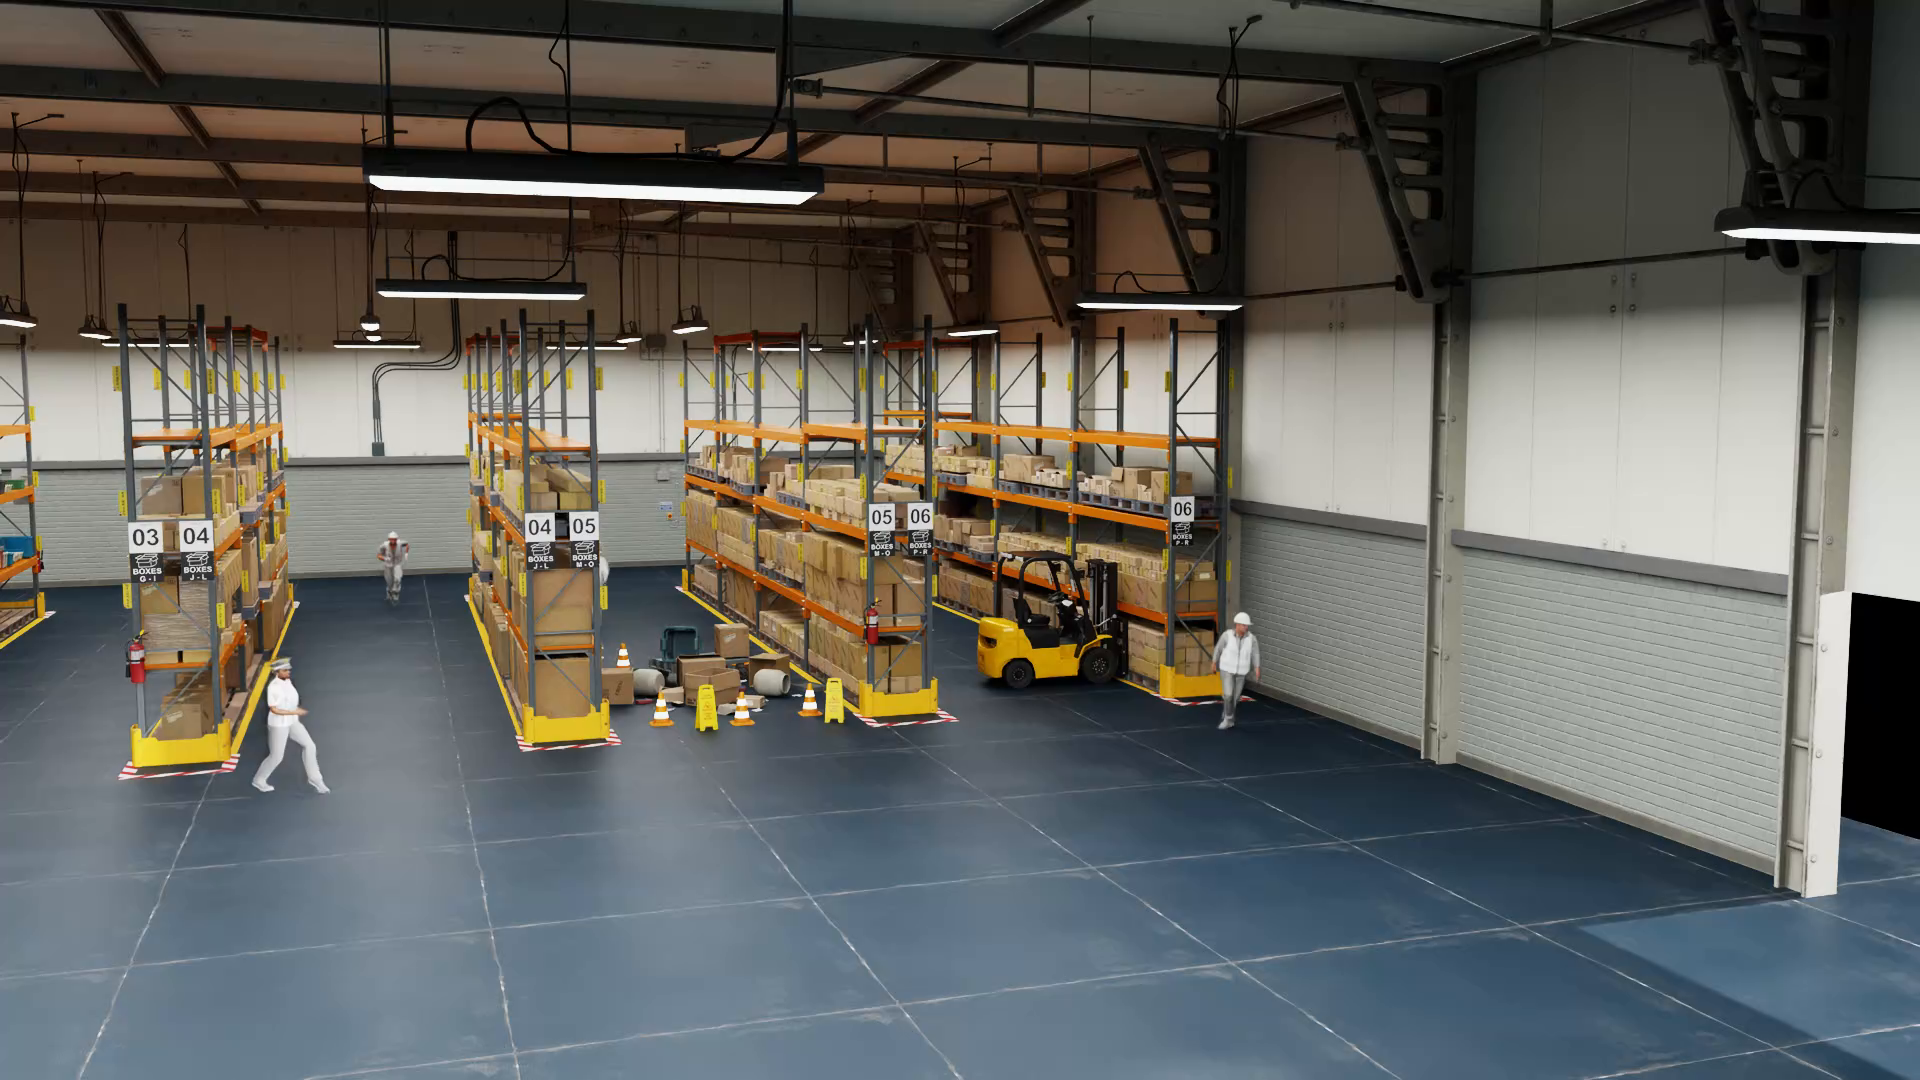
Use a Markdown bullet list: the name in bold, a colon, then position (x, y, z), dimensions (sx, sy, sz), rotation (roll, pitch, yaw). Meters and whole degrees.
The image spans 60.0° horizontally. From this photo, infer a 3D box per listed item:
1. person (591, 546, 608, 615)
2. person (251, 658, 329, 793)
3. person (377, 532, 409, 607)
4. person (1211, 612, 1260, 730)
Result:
- **person**: position (-7.857, 0.905, 35.608), dimensions (0.627, 1.479, 0.913), rotation (0, 5, 0)
- **person**: position (-8.181, 2.267, 20.123), dimensions (0.867, 1.712, 0.560), rotation (1, 6, 10)
- **person**: position (-12.737, 0.649, 37.356), dimensions (0.706, 1.726, 1.034), rotation (-3, 6, -26)
- **person**: position (3.976, 1.866, 23.907), dimensions (0.638, 1.711, 0.764), rotation (-1, 5, -8)
